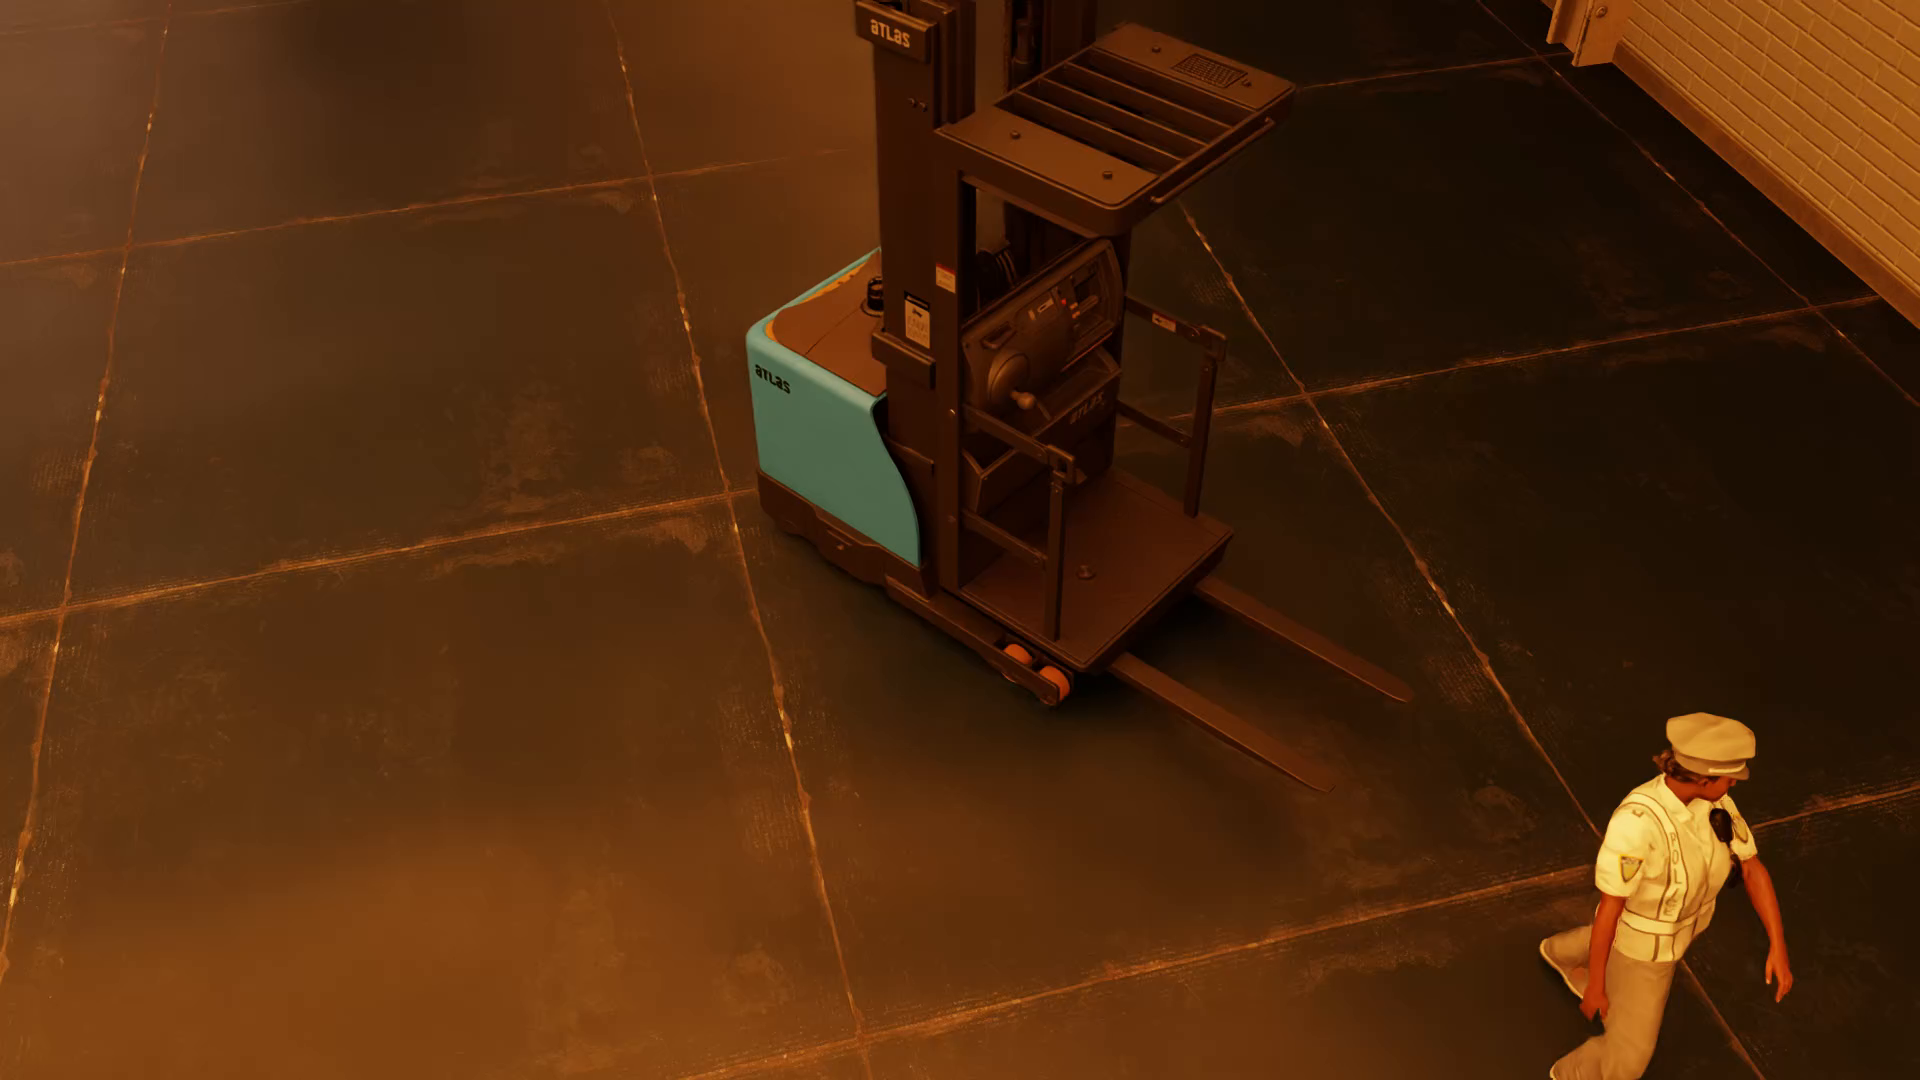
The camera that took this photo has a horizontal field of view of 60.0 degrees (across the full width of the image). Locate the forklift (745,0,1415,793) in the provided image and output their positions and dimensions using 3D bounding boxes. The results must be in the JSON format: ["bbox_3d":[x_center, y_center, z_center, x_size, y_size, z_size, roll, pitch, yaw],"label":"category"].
[{"bbox_3d":[0.497,-0.780,6.471,3.031,2.935,1.130,31,51,28],"label":"forklift"}]

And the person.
[{"bbox_3d":[2.212,1.285,5.298,0.713,1.557,0.777,-33,52,-30],"label":"person"}]
